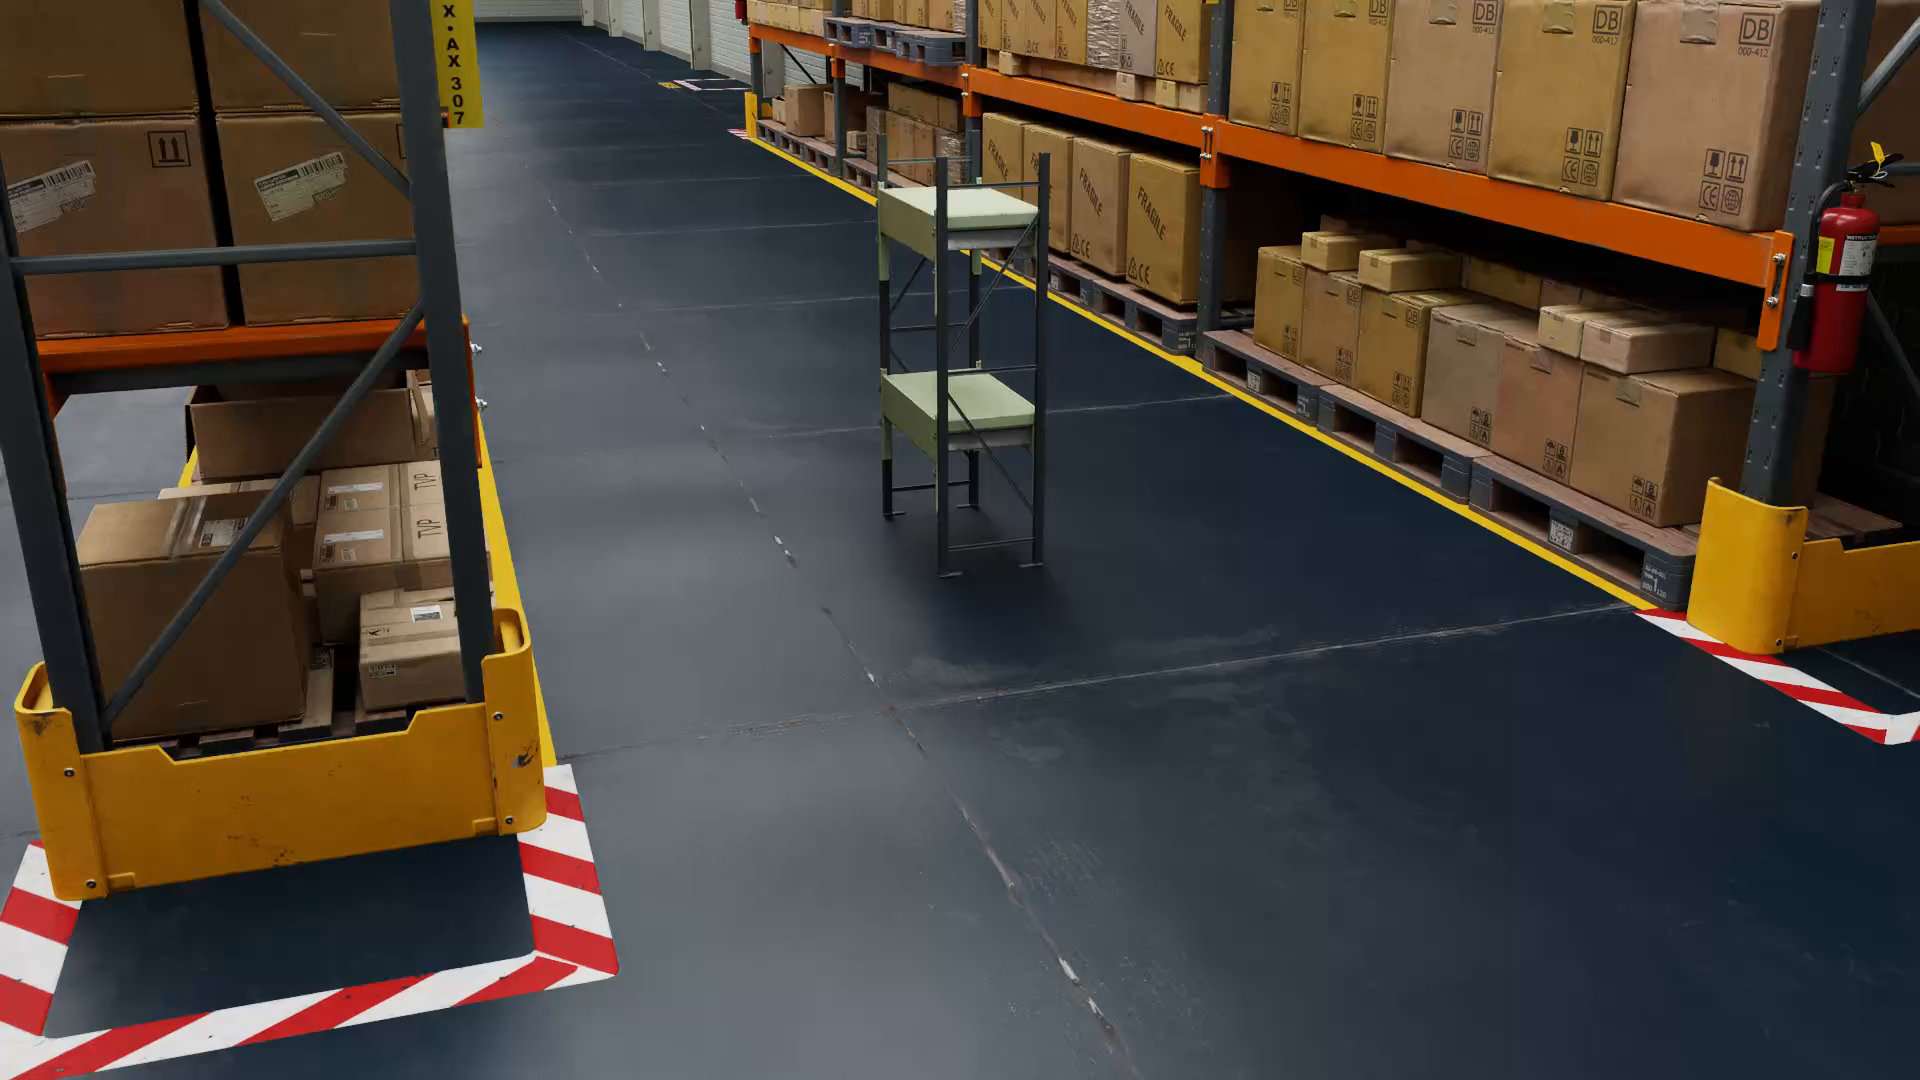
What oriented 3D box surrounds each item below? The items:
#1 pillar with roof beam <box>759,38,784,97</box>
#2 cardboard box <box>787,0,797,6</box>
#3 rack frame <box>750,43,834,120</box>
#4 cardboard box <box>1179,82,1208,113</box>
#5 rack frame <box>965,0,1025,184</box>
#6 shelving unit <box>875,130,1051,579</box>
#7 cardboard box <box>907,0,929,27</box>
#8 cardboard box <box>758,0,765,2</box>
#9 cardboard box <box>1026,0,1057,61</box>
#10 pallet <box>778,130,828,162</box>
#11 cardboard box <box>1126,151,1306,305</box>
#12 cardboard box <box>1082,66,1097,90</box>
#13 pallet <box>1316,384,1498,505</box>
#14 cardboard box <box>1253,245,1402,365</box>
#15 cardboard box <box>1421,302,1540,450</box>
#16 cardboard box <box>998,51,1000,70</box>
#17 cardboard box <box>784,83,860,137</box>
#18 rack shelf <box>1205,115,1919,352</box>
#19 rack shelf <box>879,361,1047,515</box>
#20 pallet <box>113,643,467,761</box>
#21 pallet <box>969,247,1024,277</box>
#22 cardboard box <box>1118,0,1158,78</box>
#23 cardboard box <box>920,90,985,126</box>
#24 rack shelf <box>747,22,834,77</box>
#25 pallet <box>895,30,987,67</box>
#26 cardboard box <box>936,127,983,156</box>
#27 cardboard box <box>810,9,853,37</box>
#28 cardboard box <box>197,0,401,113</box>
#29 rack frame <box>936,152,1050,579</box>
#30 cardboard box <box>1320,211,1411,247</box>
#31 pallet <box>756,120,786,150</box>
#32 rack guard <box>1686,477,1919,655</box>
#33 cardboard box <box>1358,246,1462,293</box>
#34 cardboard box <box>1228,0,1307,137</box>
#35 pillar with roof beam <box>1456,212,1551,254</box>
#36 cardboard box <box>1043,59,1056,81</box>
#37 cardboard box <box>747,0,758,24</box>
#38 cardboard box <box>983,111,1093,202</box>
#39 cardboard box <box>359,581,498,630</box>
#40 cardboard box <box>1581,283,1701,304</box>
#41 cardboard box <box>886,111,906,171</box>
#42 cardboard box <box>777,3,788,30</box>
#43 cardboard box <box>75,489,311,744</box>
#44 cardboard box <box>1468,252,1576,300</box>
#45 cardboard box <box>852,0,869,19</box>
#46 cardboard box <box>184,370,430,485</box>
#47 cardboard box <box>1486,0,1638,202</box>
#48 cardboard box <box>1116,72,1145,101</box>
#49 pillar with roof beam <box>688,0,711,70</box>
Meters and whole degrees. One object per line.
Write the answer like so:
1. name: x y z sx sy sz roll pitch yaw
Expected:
1. pillar with roof beam: -6.914 -10.451 22.200 9.100 9.000 0.400 -6 21 -17
2. cardboard box: -1.478 -5.741 17.046 0.500 0.500 0.500 -7 21 -19
3. rack frame: -1.982 -6.292 19.496 1.000 3.000 0.127 -6 21 -17
4. cardboard box: 1.414 -2.411 9.032 0.380 0.149 0.250 -6 21 -17
5. rack frame: 0.532 -3.725 12.349 1.000 3.000 0.127 -6 21 -17
6. shelving unit: -0.002 -0.708 6.169 0.431 1.500 0.755 -6 21 -17
7. cardboard box: -0.038 -4.526 13.781 0.700 0.500 0.500 -6 21 -17
8. cardboard box: -1.972 -6.239 18.432 0.500 0.500 0.500 -6 21 -17
9. cardboard box: 0.753 -3.410 10.854 0.500 0.500 0.500 -6 21 -17
10. pallet: -1.357 -4.300 18.075 1.003 0.211 1.213 -6 21 -17
11. cardboard box: 1.462 -1.822 9.610 0.750 0.750 0.750 -6 21 -17
12. cardboard box: 0.984 -2.909 10.421 0.380 0.149 0.250 -6 21 -15
13. pallet: 2.341 -0.484 7.452 1.003 0.211 1.213 -6 21 -17
14. cardboard box: 1.927 -1.211 8.428 0.700 0.500 0.500 -6 21 -17
15. cardboard box: 2.416 -0.714 7.045 0.700 0.500 0.500 -7 21 -19
16. cardboard box: 0.487 -3.404 11.798 0.380 0.149 0.250 -6 21 -16
17. cardboard box: -1.488 -4.667 18.020 0.700 0.500 0.500 -8 21 -21
18. rack shelf: 2.418 -1.461 7.110 1.077 0.370 4.000 -6 21 -17
19. rack shelf: -0.002 -0.401 6.279 0.431 0.370 0.720 -6 21 -17
20. pallet: -1.930 0.403 4.984 1.003 0.211 1.213 -6 21 -17
21. pallet: 0.708 -2.151 12.094 1.003 0.211 1.213 -6 21 -17
22. cardboard box: 1.235 -2.921 9.495 0.500 0.500 0.500 -6 21 -17
23. cardboard box: -0.030 -3.688 14.184 0.500 0.250 0.500 -6 21 -17
24. rack shelf: -1.354 -5.311 17.831 1.077 0.370 4.000 -6 21 -17
25. pallet: 0.207 -3.852 12.986 1.213 0.211 1.003 -6 21 -17
26. cardboard box: 0.205 -3.158 13.819 0.700 0.500 0.500 -6 21 -17
27. cardboard box: -1.162 -5.067 16.278 0.500 0.250 0.500 -6 21 -17
28. cardboard box: -1.544 -1.318 4.021 0.500 0.500 0.500 -6 21 -16
29. rack frame: 0.113 -0.591 5.842 0.400 1.500 0.023 -6 21 -17
30. cardboard box: 2.070 -1.584 8.507 0.380 0.149 0.250 -7 21 -18
31. pallet: -1.737 -4.691 19.164 1.003 0.211 1.213 -6 21 -17
32. rack guard: 3.054 0.027 5.602 1.175 0.500 0.348 -6 21 -17
33. cardboard box: 2.026 -1.220 7.492 0.380 0.149 0.250 -7 21 -19
34. cardboard box: 1.944 -2.406 8.235 0.980 0.700 0.700 -6 21 -16
35. pillar with roof beam: -1.256 -4.674 6.118 9.100 9.000 0.400 -6 21 -17
36. cardboard box: 0.776 -3.159 11.118 0.380 0.149 0.250 -6 21 -16
37. cardboard box: -2.130 -6.040 18.988 0.500 0.250 0.500 -7 21 -19
38. cardboard box: 0.639 -2.661 11.945 0.750 0.750 0.750 -7 21 -18
39. cardboard box: -1.539 0.245 4.836 0.380 0.166 0.250 -6 21 -17
40. cardboard box: 2.723 -0.922 6.663 0.380 0.149 0.250 -6 21 -17
41. cardboard box: -0.268 -3.644 15.171 0.700 0.500 0.500 -7 21 -18
42. cardboard box: -1.642 -5.549 17.619 0.500 0.250 0.500 -6 21 -17
43. cardboard box: -2.060 0.191 4.494 0.500 0.500 0.500 -6 21 -17
44. cardboard box: 2.482 -1.167 7.345 0.380 0.149 0.250 -7 21 -18
45. cardboard box: -0.597 -5.095 15.367 0.700 0.500 0.500 -6 21 -17
46. cardboard box: -2.317 -0.343 5.977 0.797 0.503 0.637 -6 21 -17
47. cardboard box: 2.638 -1.693 6.250 0.980 0.700 0.700 -7 21 -18
48. cardboard box: 1.135 -2.656 9.714 0.380 0.149 0.250 -6 21 -17
49. pillar with roof beam: -8.800 -12.376 27.560 9.100 9.000 0.400 -6 21 -17
